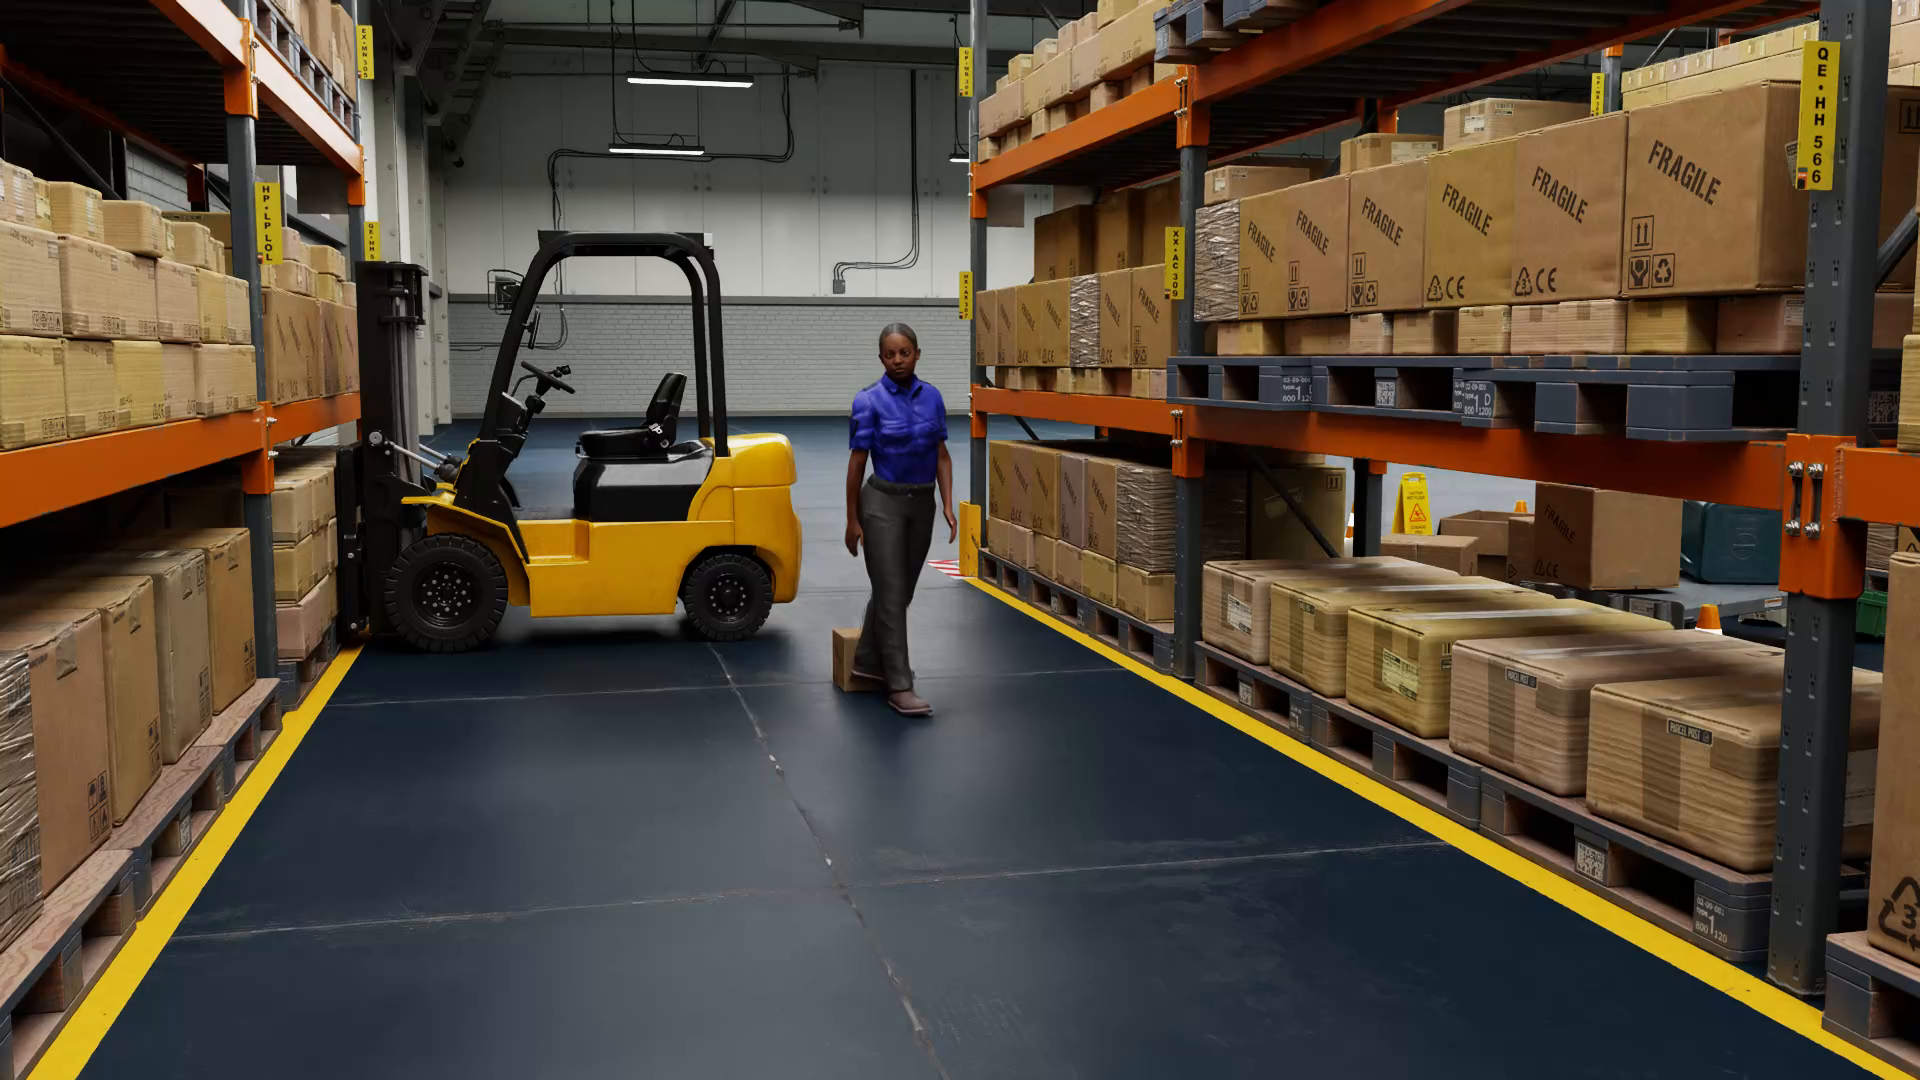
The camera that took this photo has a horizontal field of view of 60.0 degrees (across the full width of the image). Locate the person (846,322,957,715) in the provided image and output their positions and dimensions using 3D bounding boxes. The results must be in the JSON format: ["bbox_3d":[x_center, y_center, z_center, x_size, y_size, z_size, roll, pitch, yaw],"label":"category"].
[{"bbox_3d":[-0.282,-0.111,7.190,0.482,1.645,0.692,-5,8,-38],"label":"person"}]
